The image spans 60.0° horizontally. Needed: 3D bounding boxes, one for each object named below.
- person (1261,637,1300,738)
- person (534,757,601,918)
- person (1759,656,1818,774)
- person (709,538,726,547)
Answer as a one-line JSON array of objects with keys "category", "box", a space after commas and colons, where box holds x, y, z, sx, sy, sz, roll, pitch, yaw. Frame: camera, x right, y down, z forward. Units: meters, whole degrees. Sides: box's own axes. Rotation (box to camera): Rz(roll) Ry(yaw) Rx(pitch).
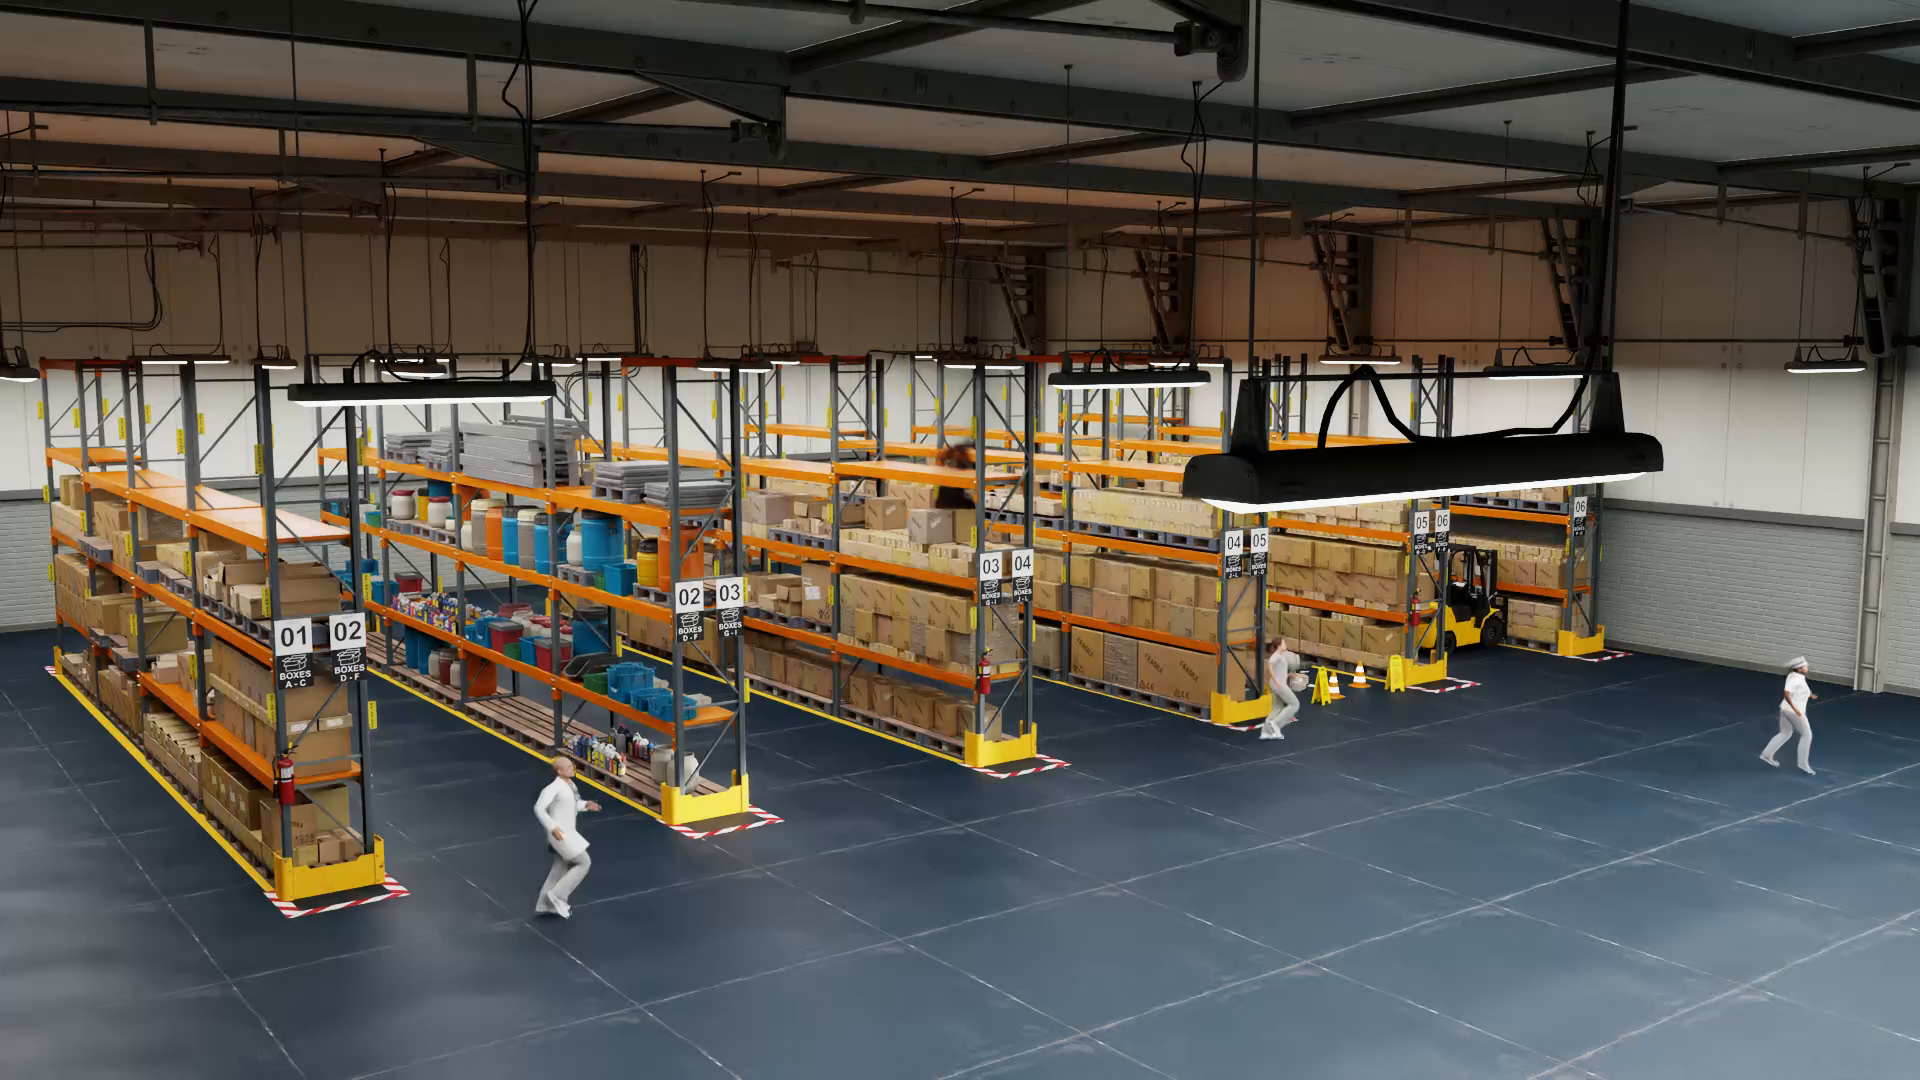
[{"category": "person", "box": [5.086, 2.350, 26.465, 0.594, 1.590, 0.578, 0, 7, -1]}, {"category": "person", "box": [-4.336, 3.265, 18.362, 0.731, 1.777, 0.677, -1, 7, -7]}, {"category": "person", "box": [12.209, 2.563, 24.464, 0.762, 1.747, 0.570, 1, 7, 9]}, {"category": "person", "box": [-6.032, 0.596, 40.805, 0.747, 1.693, 0.530, 3, 7, 23]}]
